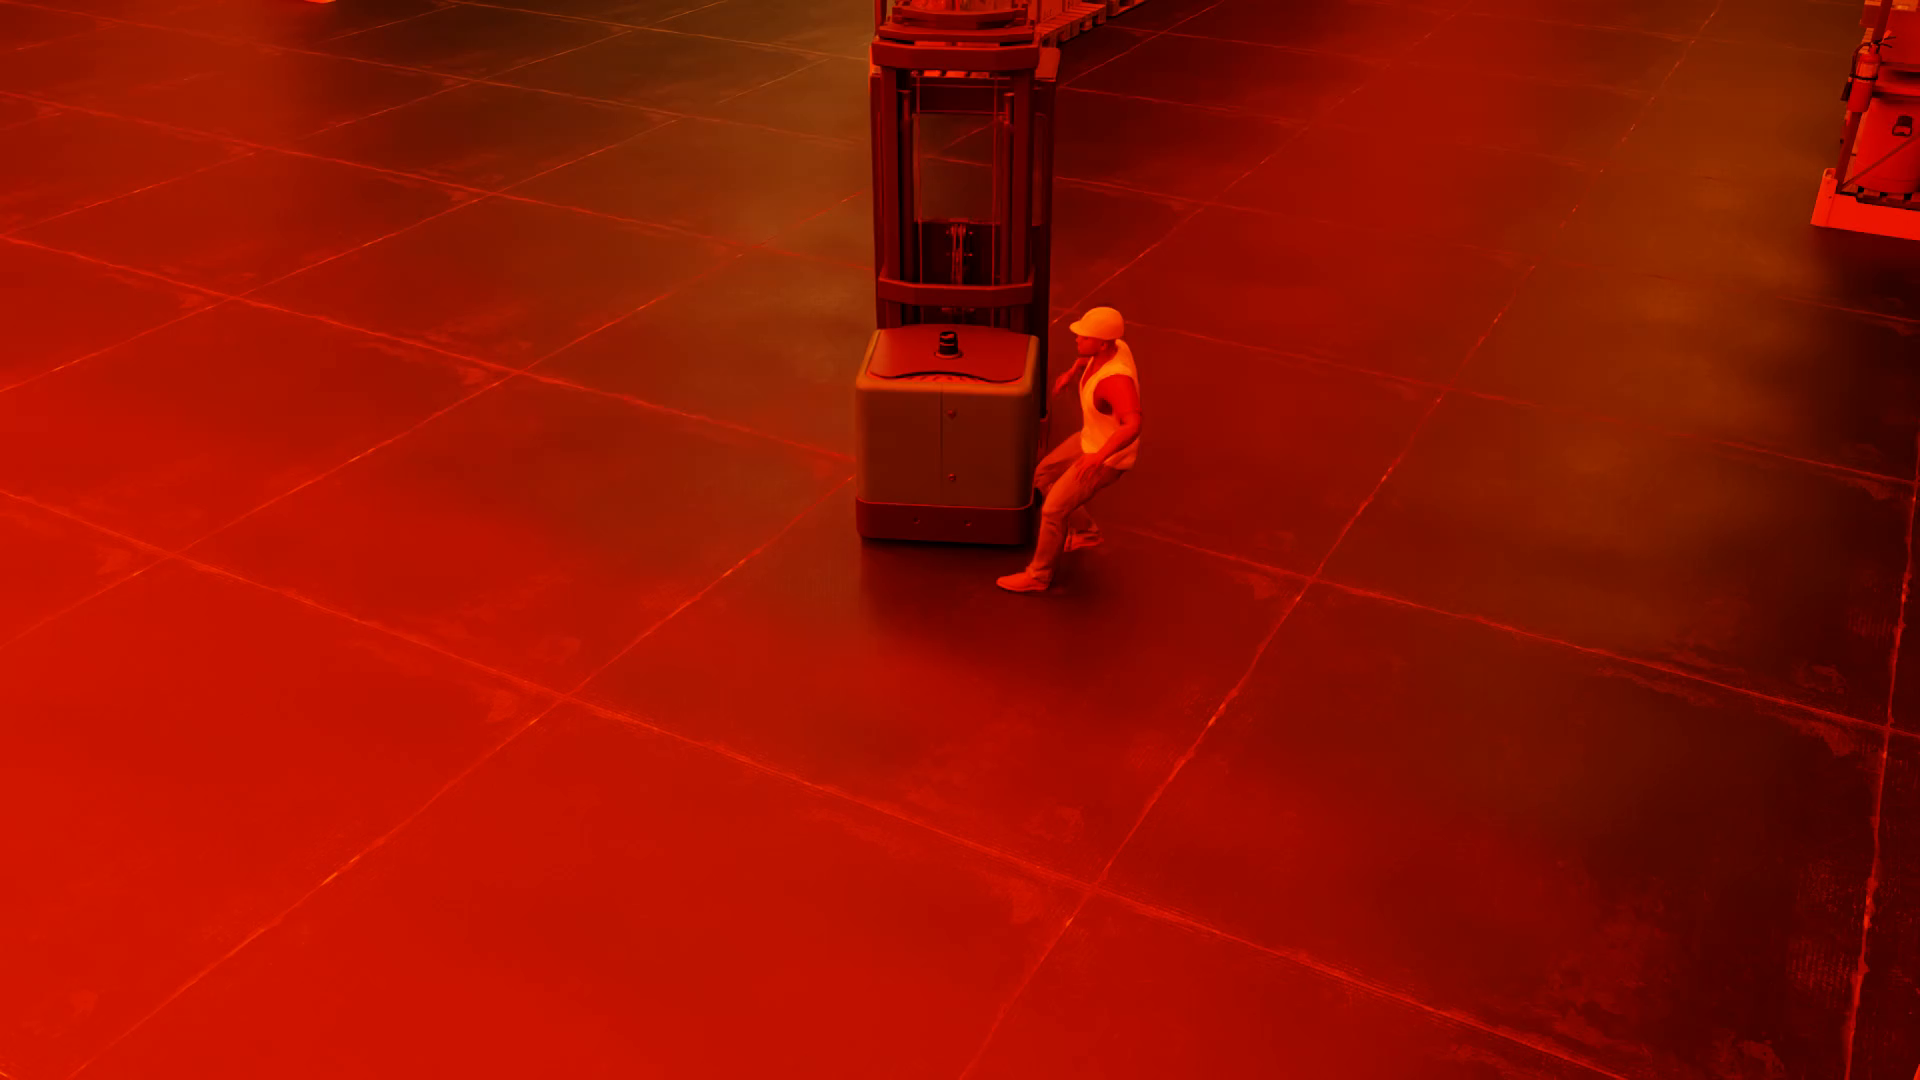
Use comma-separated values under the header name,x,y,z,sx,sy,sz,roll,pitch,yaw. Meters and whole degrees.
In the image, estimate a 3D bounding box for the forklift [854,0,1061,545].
name,x,y,z,sx,sy,sz,roll,pitch,yaw
forklift,0.041,-1.950,10.450,1.130,2.935,3.031,3,30,5

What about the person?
name,x,y,z,sx,sy,sz,roll,pitch,yaw
person,0.601,-0.516,9.264,0.781,1.649,1.086,0,30,0
